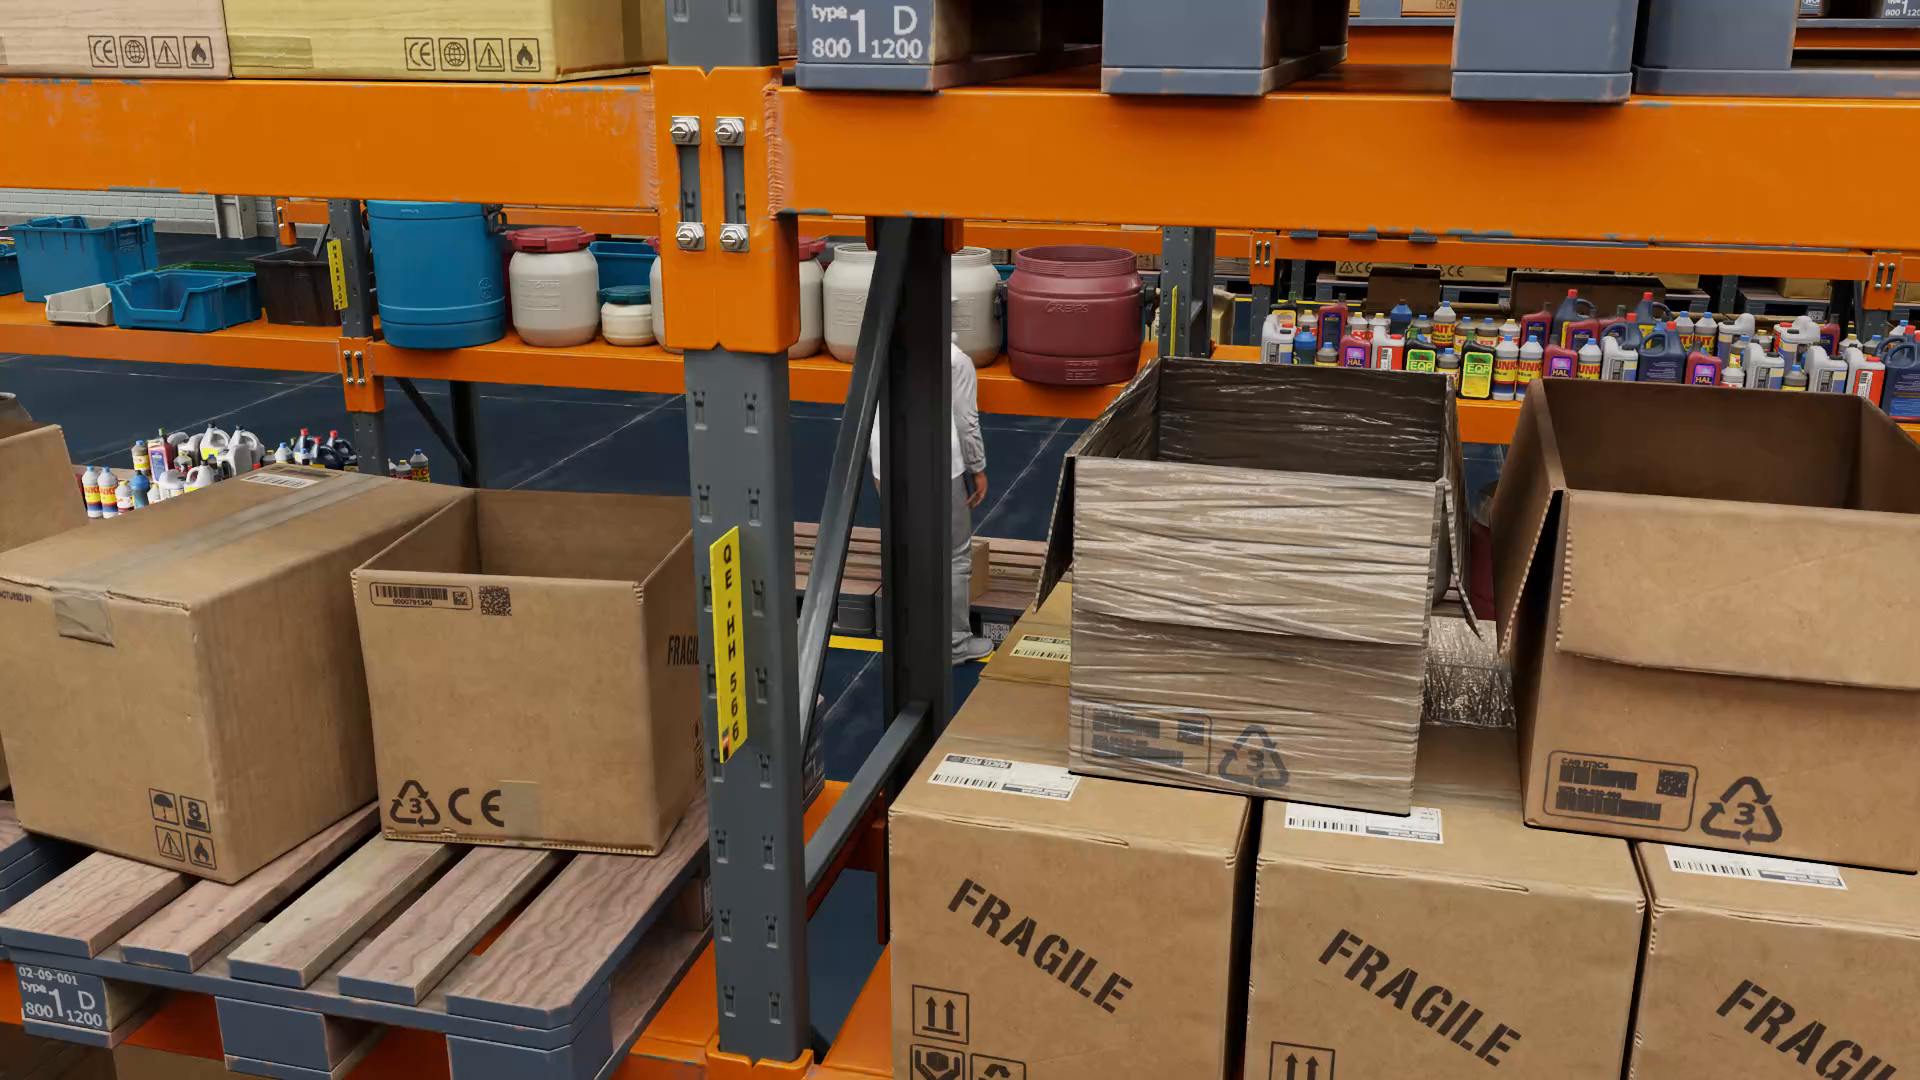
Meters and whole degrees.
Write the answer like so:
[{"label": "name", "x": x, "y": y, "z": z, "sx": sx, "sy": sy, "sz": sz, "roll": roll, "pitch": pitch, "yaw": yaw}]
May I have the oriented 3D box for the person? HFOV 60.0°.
[{"label": "person", "x": -0.156, "y": -0.322, "z": 7.495, "sx": 0.589, "sy": 1.772, "sz": 0.462, "roll": 10, "pitch": 21, "yaw": 28}]
